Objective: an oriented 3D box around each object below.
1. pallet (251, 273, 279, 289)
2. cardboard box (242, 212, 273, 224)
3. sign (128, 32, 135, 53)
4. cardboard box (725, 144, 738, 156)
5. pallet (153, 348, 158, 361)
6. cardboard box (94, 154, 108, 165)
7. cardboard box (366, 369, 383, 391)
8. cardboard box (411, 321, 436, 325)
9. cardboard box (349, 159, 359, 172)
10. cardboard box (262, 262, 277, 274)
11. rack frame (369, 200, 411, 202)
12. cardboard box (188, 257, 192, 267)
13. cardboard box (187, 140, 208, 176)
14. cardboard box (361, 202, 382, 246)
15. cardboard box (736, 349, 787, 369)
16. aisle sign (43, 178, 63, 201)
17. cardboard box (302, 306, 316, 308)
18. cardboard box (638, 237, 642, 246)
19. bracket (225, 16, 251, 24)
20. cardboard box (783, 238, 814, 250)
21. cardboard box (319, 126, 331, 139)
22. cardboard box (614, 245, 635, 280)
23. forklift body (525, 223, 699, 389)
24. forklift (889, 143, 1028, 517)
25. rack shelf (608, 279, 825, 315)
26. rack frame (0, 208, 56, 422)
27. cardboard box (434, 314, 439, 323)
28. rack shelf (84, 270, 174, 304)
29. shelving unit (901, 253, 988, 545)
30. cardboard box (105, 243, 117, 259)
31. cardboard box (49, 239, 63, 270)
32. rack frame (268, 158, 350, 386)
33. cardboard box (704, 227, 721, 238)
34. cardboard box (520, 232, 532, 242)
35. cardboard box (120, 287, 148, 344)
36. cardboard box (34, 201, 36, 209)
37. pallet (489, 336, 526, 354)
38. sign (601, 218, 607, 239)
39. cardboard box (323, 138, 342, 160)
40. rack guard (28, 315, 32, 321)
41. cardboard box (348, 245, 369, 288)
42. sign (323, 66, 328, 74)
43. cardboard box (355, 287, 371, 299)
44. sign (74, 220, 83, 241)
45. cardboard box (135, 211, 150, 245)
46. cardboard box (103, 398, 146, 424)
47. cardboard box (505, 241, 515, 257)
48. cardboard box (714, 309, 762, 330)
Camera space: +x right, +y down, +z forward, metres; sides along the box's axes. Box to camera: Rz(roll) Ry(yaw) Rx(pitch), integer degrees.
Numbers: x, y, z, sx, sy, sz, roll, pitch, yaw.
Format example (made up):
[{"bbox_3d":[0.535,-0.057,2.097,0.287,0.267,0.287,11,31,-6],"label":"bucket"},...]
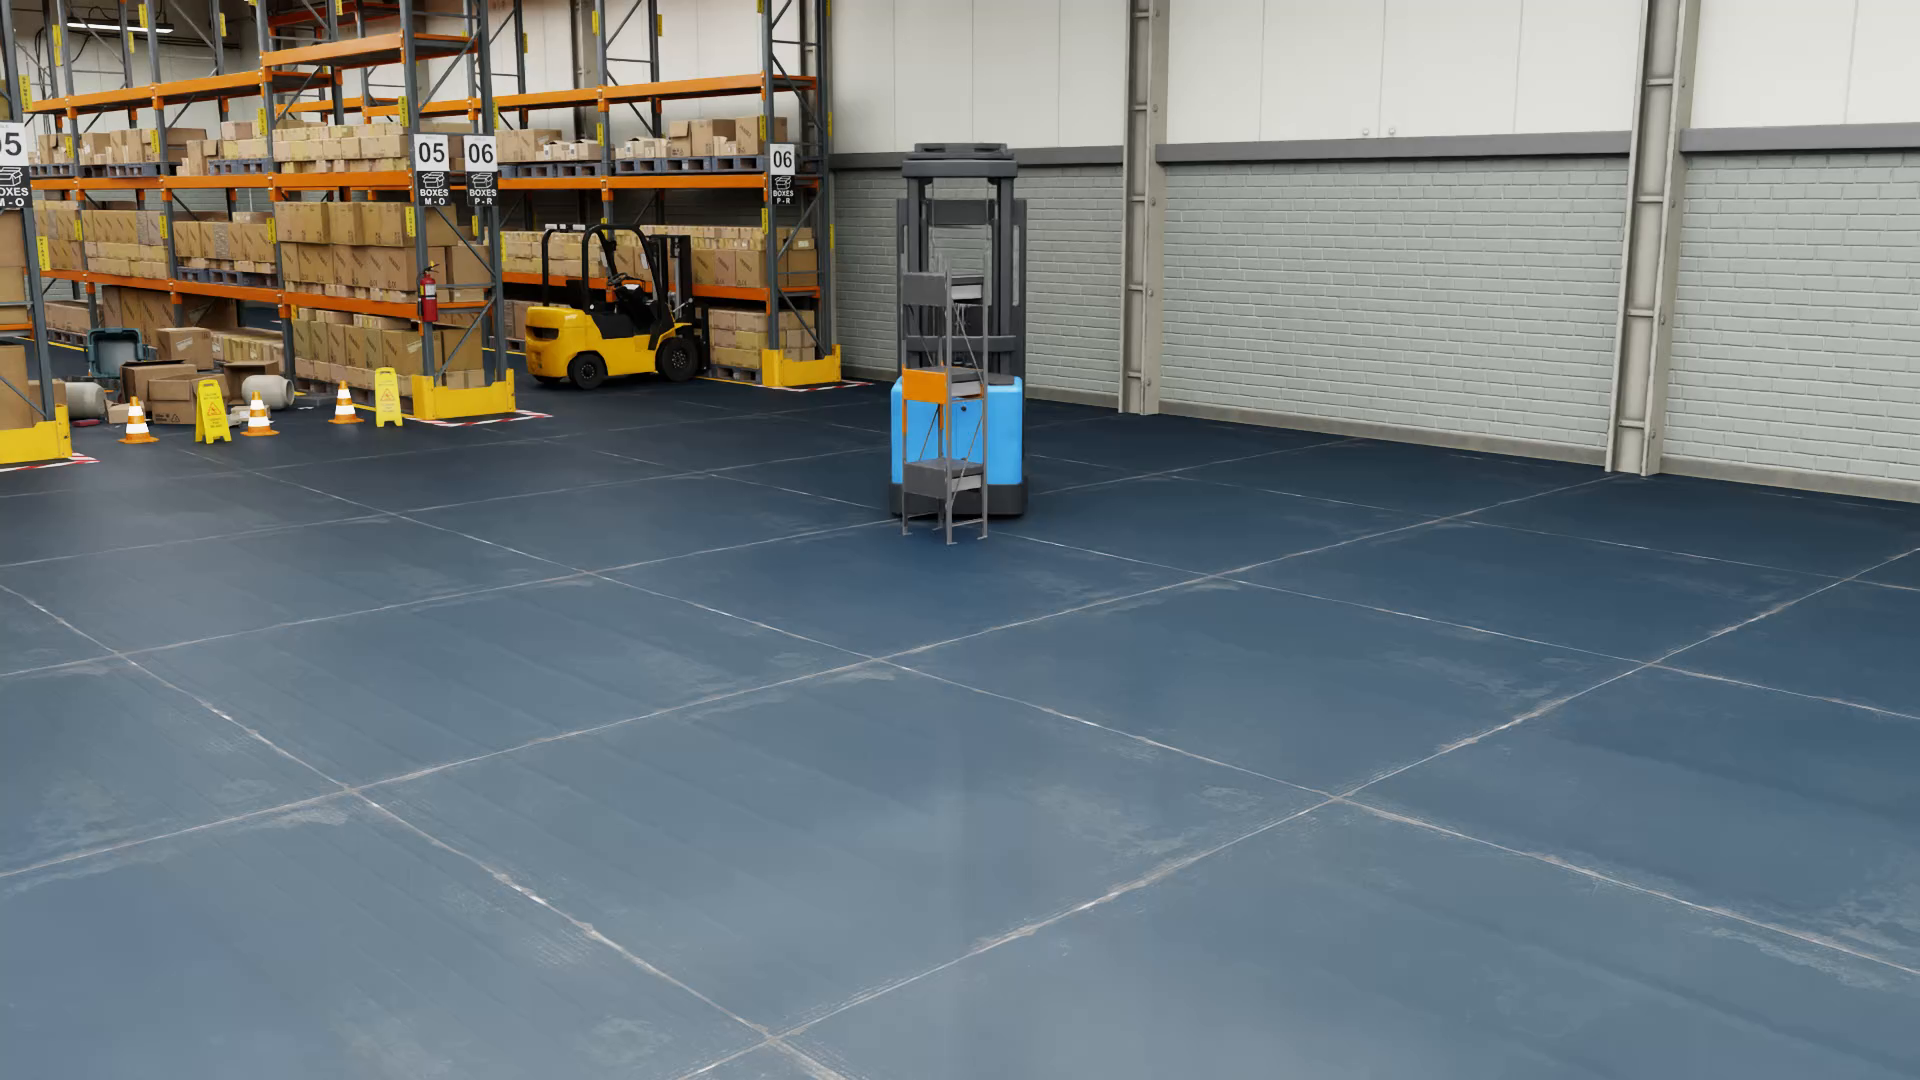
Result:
[{"bbox_3d":[-8.959,-3.560,22.734,1.003,0.211,1.213,-11,16,-43],"label":"pallet"},{"bbox_3d":[-9.504,-4.375,22.581,0.250,0.149,0.380,11,16,43],"label":"cardboard box"},{"bbox_3d":[-13.677,-8.202,27.410,0.100,0.325,0.005,-11,16,-43],"label":"sign"},{"bbox_3d":[-2.979,-5.310,22.654,0.250,0.149,0.380,11,16,44],"label":"cardboard box"},{"bbox_3d":[-11.789,-2.866,25.800,1.003,0.211,1.213,-11,16,-43],"label":"pallet"},{"bbox_3d":[-13.440,-6.017,26.288,0.250,0.166,0.380,10,16,41],"label":"cardboard box"},{"bbox_3d":[-6.879,-1.955,20.240,0.500,0.250,0.500,-11,16,-42],"label":"cardboard box"},{"bbox_3d":[-6.853,-2.475,20.904,0.500,0.500,0.500,-10,16,-41],"label":"cardboard box"},{"bbox_3d":[-7.087,-4.489,19.954,0.250,0.149,0.380,11,16,44],"label":"cardboard box"},{"bbox_3d":[-9.091,-3.642,22.236,0.380,0.149,0.250,-11,16,-42],"label":"cardboard box"},{"bbox_3d":[-10.474,-5.382,31.102,1.000,3.000,0.127,-11,16,-43],"label":"rack frame"},{"bbox_3d":[-11.038,-4.070,24.313,0.250,0.149,0.380,11,16,42],"label":"cardboard box"},{"bbox_3d":[-10.651,-5.485,23.918,0.700,0.500,0.500,-11,16,-43],"label":"cardboard box"},{"bbox_3d":[-6.629,-3.742,19.679,0.700,0.500,0.500,-11,16,-42],"label":"cardboard box"},{"bbox_3d":[-2.740,-2.514,22.956,0.500,0.250,0.500,-11,16,-42],"label":"cardboard box"},{"bbox_3d":[-16.649,-6.601,30.574,0.394,0.787,0.004,-11,16,-43],"label":"aisle sign"},{"bbox_3d":[-12.882,-4.847,33.648,0.637,0.503,0.797,11,16,43],"label":"cardboard box"},{"bbox_3d":[-4.539,-4.427,24.608,0.380,0.149,0.250,-11,16,-43],"label":"cardboard box"},{"bbox_3d":[-16.919,-11.605,37.520,0.076,0.066,5.218,-11,16,-43],"label":"bracket"},{"bbox_3d":[-2.233,-4.083,22.942,0.250,0.149,0.380,11,16,44],"label":"cardboard box"},{"bbox_3d":[-7.616,-4.985,20.388,0.380,0.149,0.250,-11,16,-43],"label":"cardboard box"},{"bbox_3d":[-4.831,-4.163,24.934,0.500,0.500,0.500,11,16,44],"label":"cardboard box"},{"bbox_3d":[-4.816,-3.238,22.797,2.313,2.155,1.214,-11,16,-43],"label":"forklift body"},{"bbox_3d":[0.022,-1.871,14.227,1.130,2.935,3.031,0,12,2],"label":"forklift"},{"bbox_3d":[-3.568,-3.571,24.091,1.077,0.370,4.000,-11,16,-43],"label":"rack shelf"},{"bbox_3d":[-9.284,-2.234,15.822,1.000,3.000,0.127,-11,16,-43],"label":"rack frame"},{"bbox_3d":[-9.232,-4.035,29.719,0.500,0.500,0.500,11,16,43],"label":"cardboard box"},{"bbox_3d":[-12.680,-4.046,26.398,1.077,0.370,4.000,-11,16,-43],"label":"rack shelf"},{"bbox_3d":[-0.114,-1.053,12.317,0.431,2.100,0.503,-11,16,-43],"label":"shelving unit"},{"bbox_3d":[-13.252,-4.608,26.479,0.500,0.250,0.500,-11,16,-42],"label":"cardboard box"},{"bbox_3d":[-15.283,-4.917,28.595,0.500,0.500,0.500,-11,16,-43],"label":"cardboard box"},{"bbox_3d":[-8.536,-3.523,22.075,1.000,3.000,0.127,-11,16,-43],"label":"rack frame"},{"bbox_3d":[-3.358,-4.302,23.264,0.380,0.149,0.250,-10,16,-41],"label":"cardboard box"},{"bbox_3d":[-6.938,-4.936,27.081,0.380,0.149,0.250,-11,16,-42],"label":"cardboard box"},{"bbox_3d":[-12.946,-3.645,26.895,0.875,0.875,0.875,-10,15,-41],"label":"cardboard box"},{"bbox_3d":[-16.035,-5.891,29.237,0.380,0.149,0.250,-11,16,-42],"label":"cardboard box"},{"bbox_3d":[-7.171,-3.307,27.941,1.003,0.211,1.213,-11,16,-43],"label":"pallet"},{"bbox_3d":[-5.335,-4.666,24.953,0.100,0.325,0.005,-11,16,-43],"label":"sign"},{"bbox_3d":[-7.381,-4.739,20.182,0.500,0.250,0.500,-11,16,-42],"label":"cardboard box"},{"bbox_3d":[-16.840,-4.053,30.845,1.175,0.500,0.348,-11,16,-43],"label":"rack guard"},{"bbox_3d":[-7.034,-3.321,20.114,0.500,0.500,0.500,-11,16,-43],"label":"cardboard box"},{"bbox_3d":[-12.821,-9.514,33.581,0.100,0.325,0.005,-11,16,-43],"label":"sign"},{"bbox_3d":[-7.121,-3.017,20.246,0.380,0.149,0.250,-11,16,-43],"label":"cardboard box"},{"bbox_3d":[-14.461,-5.075,27.271,0.100,0.325,0.005,-11,16,-43],"label":"sign"},{"bbox_3d":[-12.205,-4.758,25.345,0.500,0.500,0.500,-11,16,-42],"label":"cardboard box"},{"bbox_3d":[-9.528,-1.485,18.960,0.396,0.266,0.258,-8,14,-33],"label":"cardboard box"},{"bbox_3d":[-7.237,-4.798,27.398,0.500,0.250,0.500,-10,15,-41],"label":"cardboard box"},{"bbox_3d":[-3.087,-3.077,23.209,0.500,0.250,0.500,-11,16,-42],"label":"cardboard box"}]
